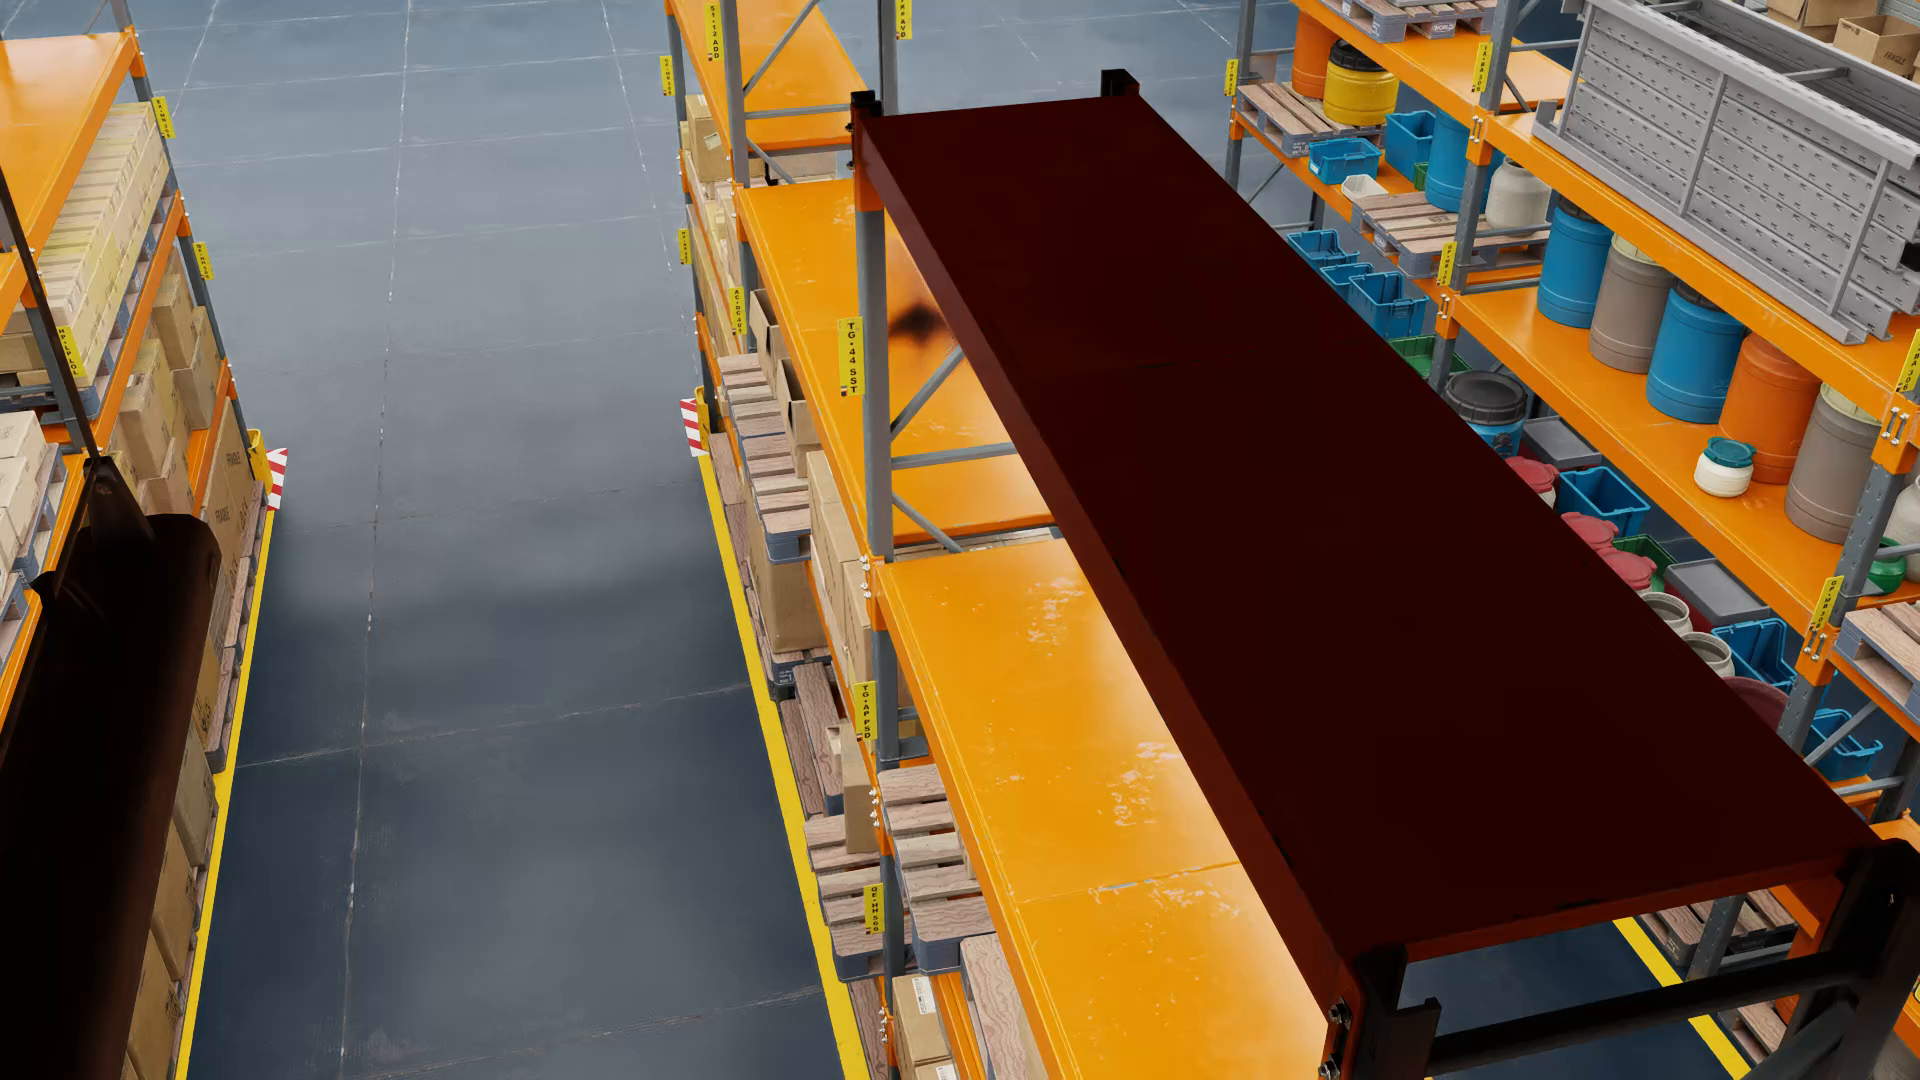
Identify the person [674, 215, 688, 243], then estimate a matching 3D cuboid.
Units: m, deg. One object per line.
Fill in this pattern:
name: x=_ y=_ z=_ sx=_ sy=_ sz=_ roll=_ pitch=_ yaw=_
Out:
person: x=-2.836 y=-4.063 z=18.586 sx=0.893 sy=1.655 sz=0.603 roll=13 pitch=36 yaw=18
